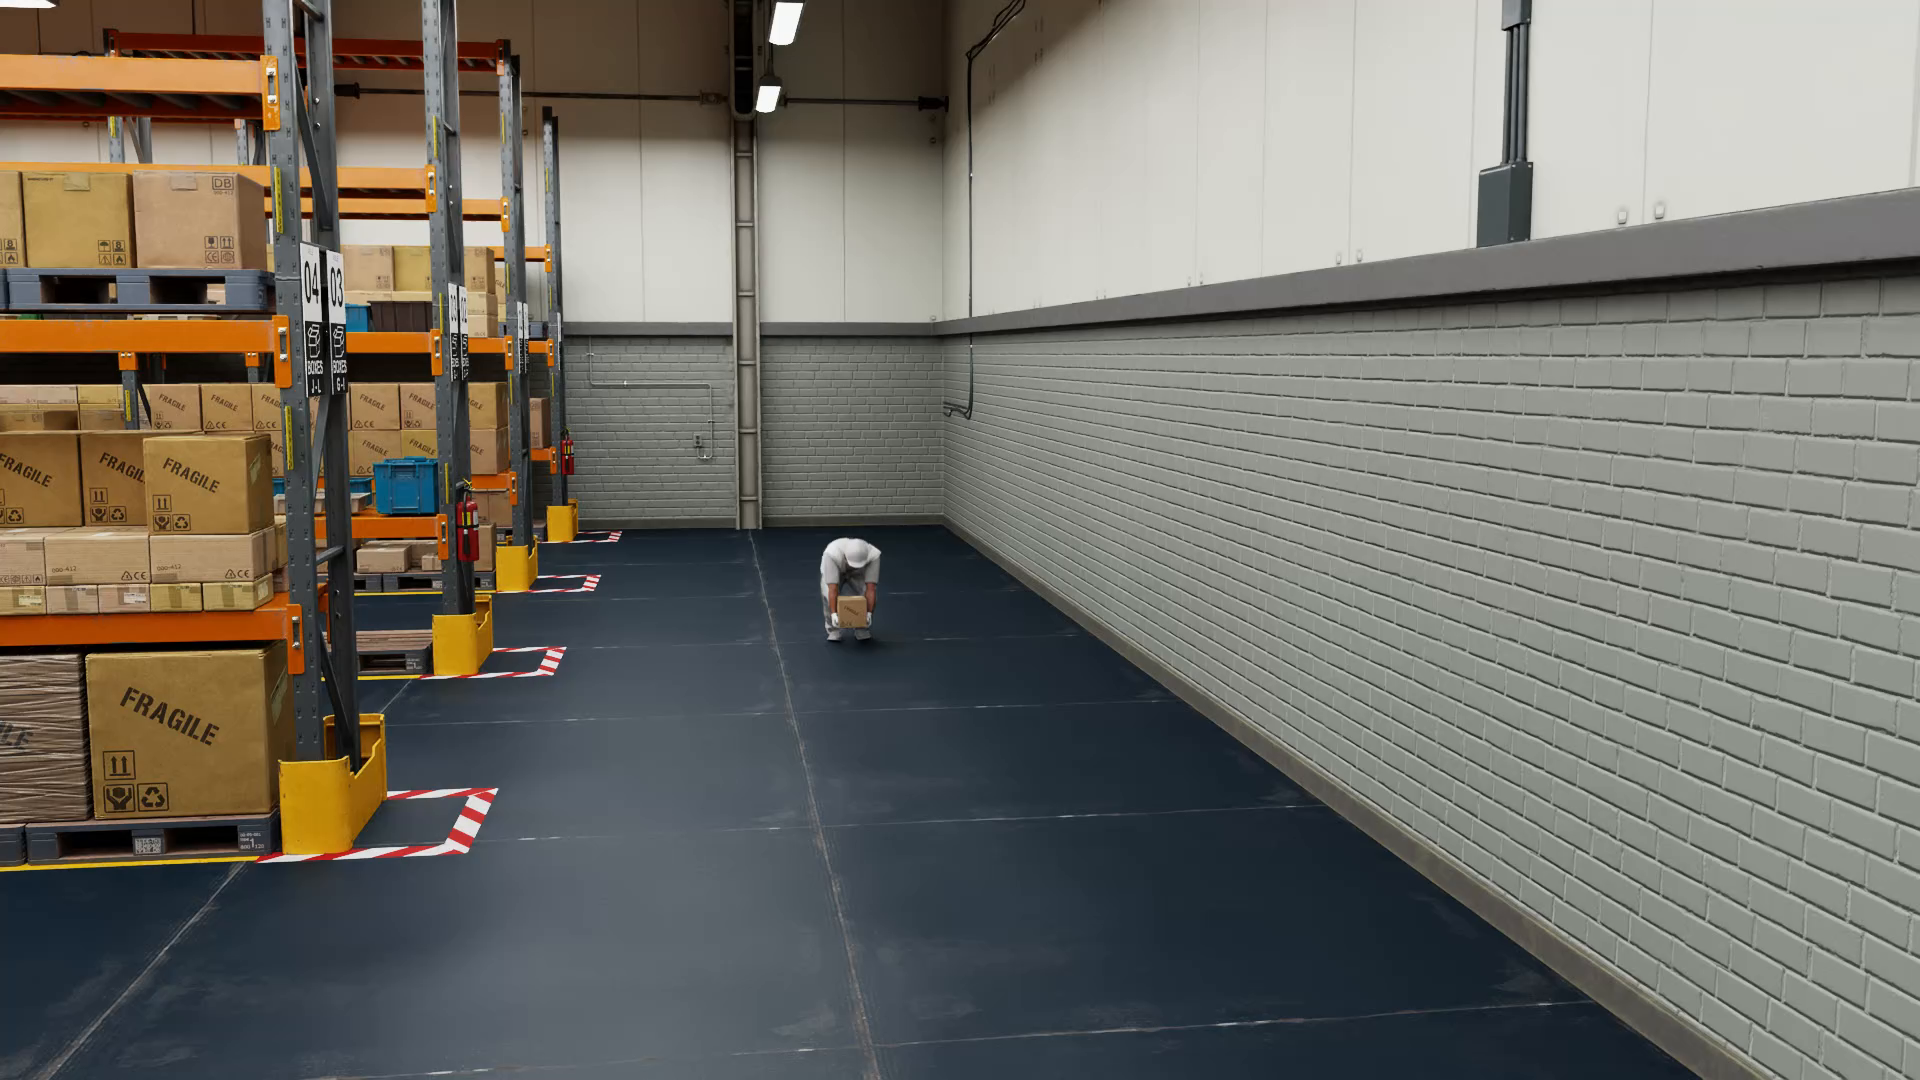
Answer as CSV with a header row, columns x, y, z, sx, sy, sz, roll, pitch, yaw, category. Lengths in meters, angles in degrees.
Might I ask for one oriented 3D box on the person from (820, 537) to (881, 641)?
x,y,z,sx,sy,sz,roll,pitch,yaw,category
-1.000,0.441,15.241,0.542,0.995,0.959,-1,7,-11,person
